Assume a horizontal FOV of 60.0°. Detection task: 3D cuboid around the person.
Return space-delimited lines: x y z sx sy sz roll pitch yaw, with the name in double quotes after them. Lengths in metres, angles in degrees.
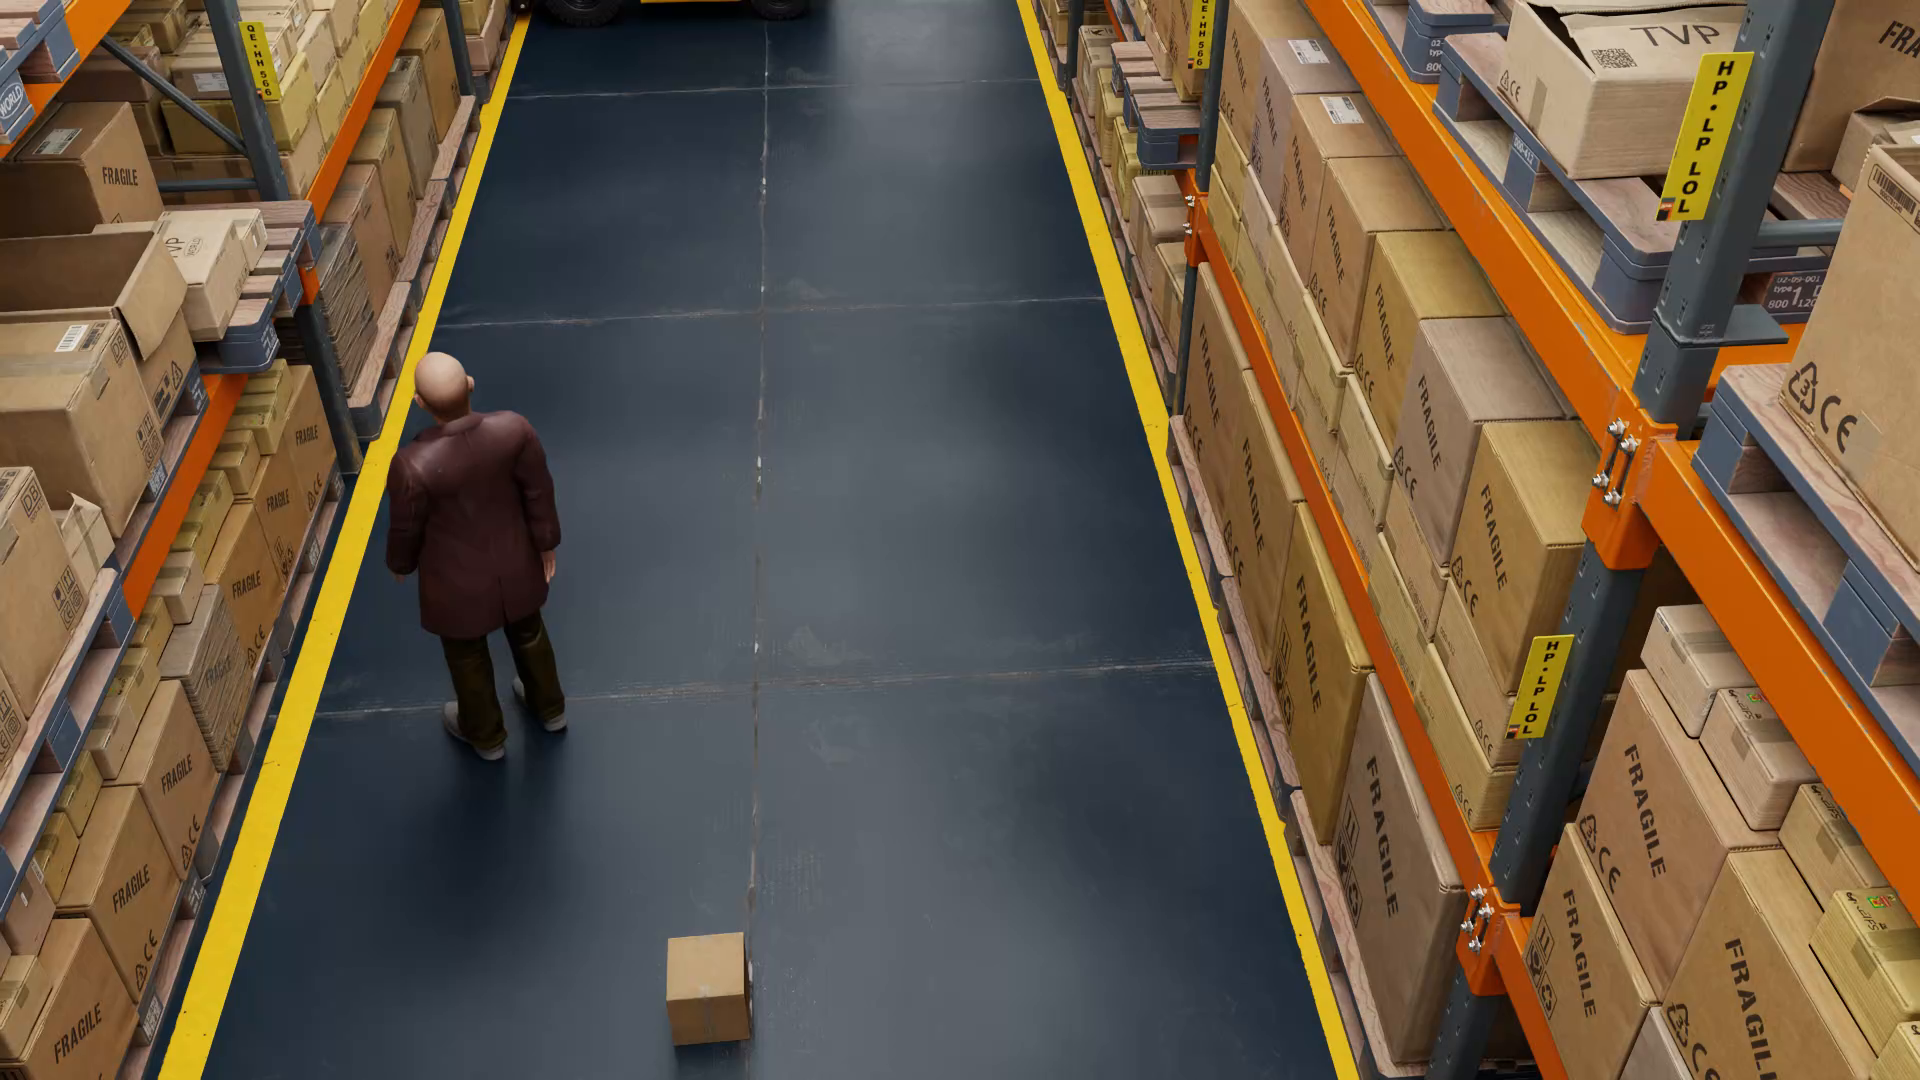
-1.780 0.051 6.070 0.582 1.790 0.471 -28 46 -31 "person"
